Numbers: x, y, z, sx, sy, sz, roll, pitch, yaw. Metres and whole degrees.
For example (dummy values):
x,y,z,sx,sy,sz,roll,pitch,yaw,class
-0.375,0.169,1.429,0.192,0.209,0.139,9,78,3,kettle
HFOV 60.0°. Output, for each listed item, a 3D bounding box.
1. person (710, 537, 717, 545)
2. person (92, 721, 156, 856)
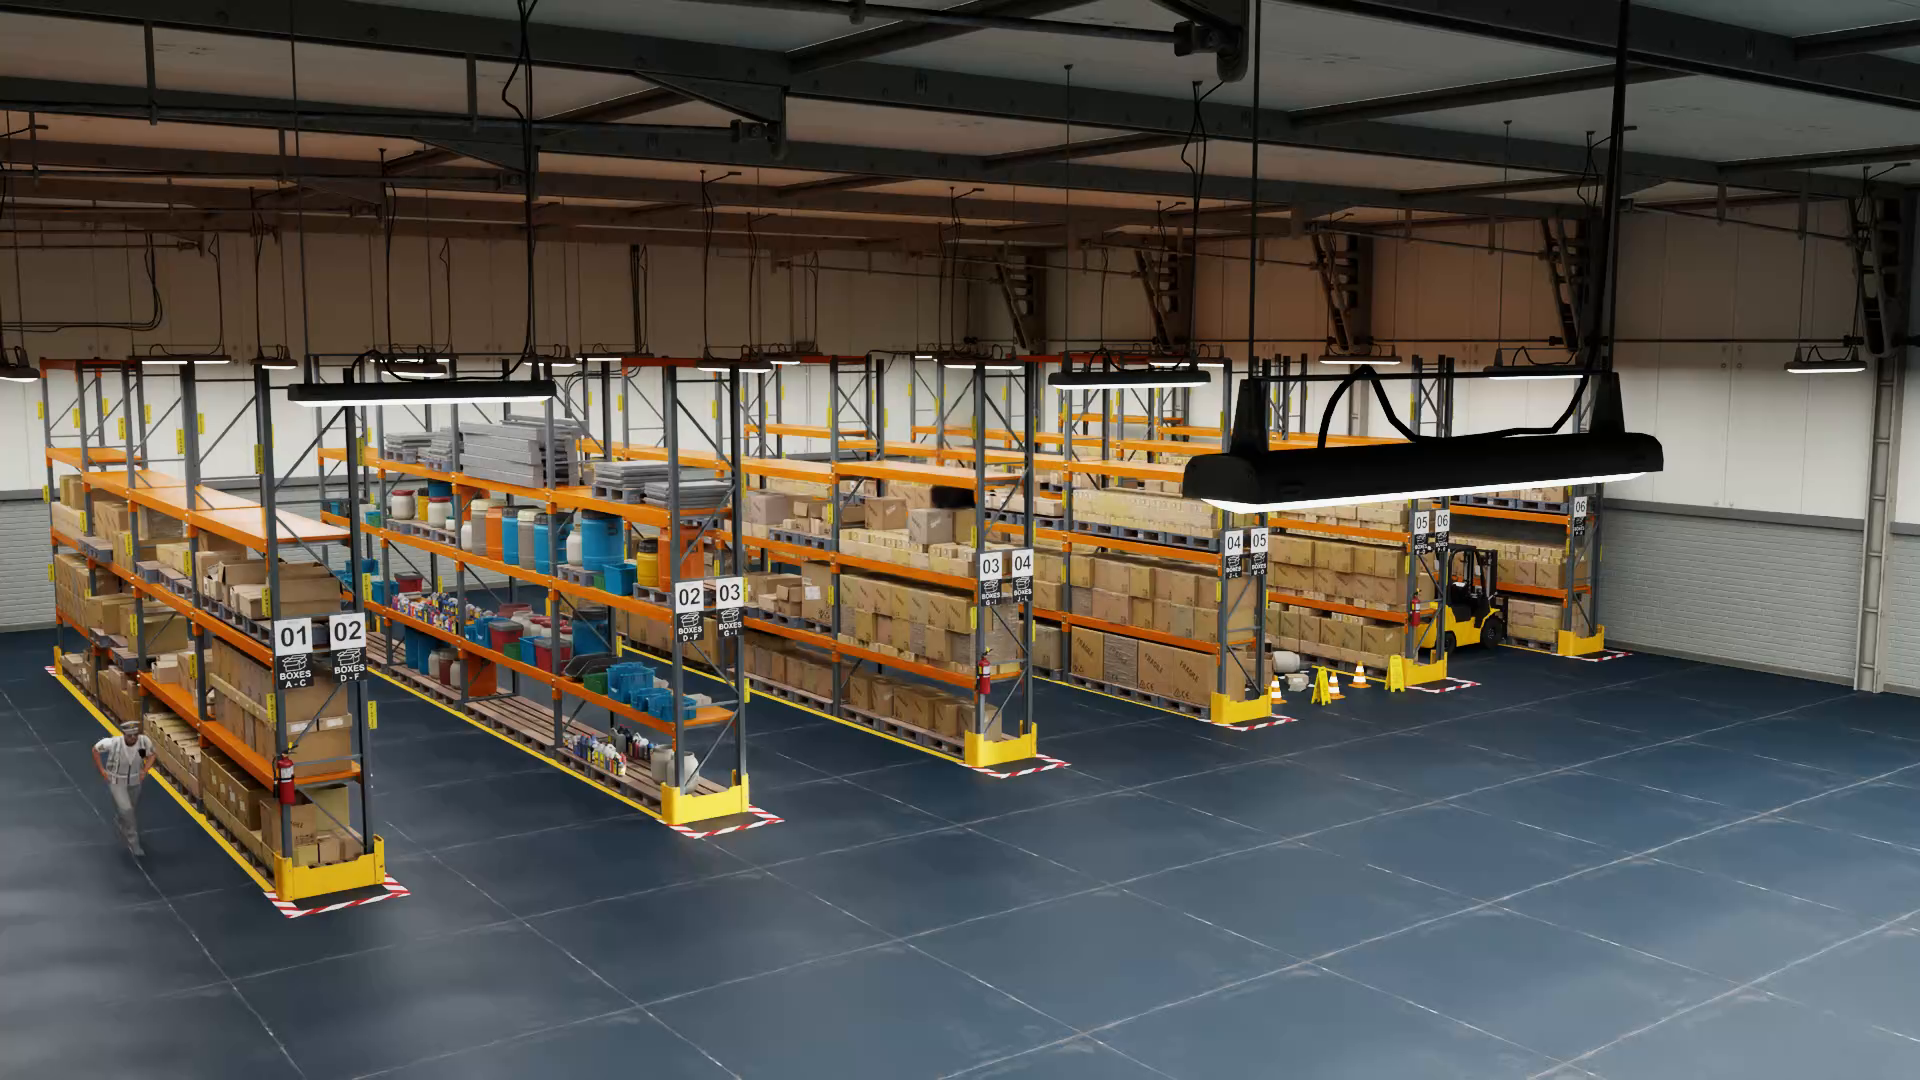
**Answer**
x,y,z,sx,sy,sz,roll,pitch,yaw,class
-5.740,0.740,39.214,0.701,1.793,0.894,-2,7,-19,person
-10.433,3.047,20.762,0.705,1.720,0.990,-6,9,-39,person
